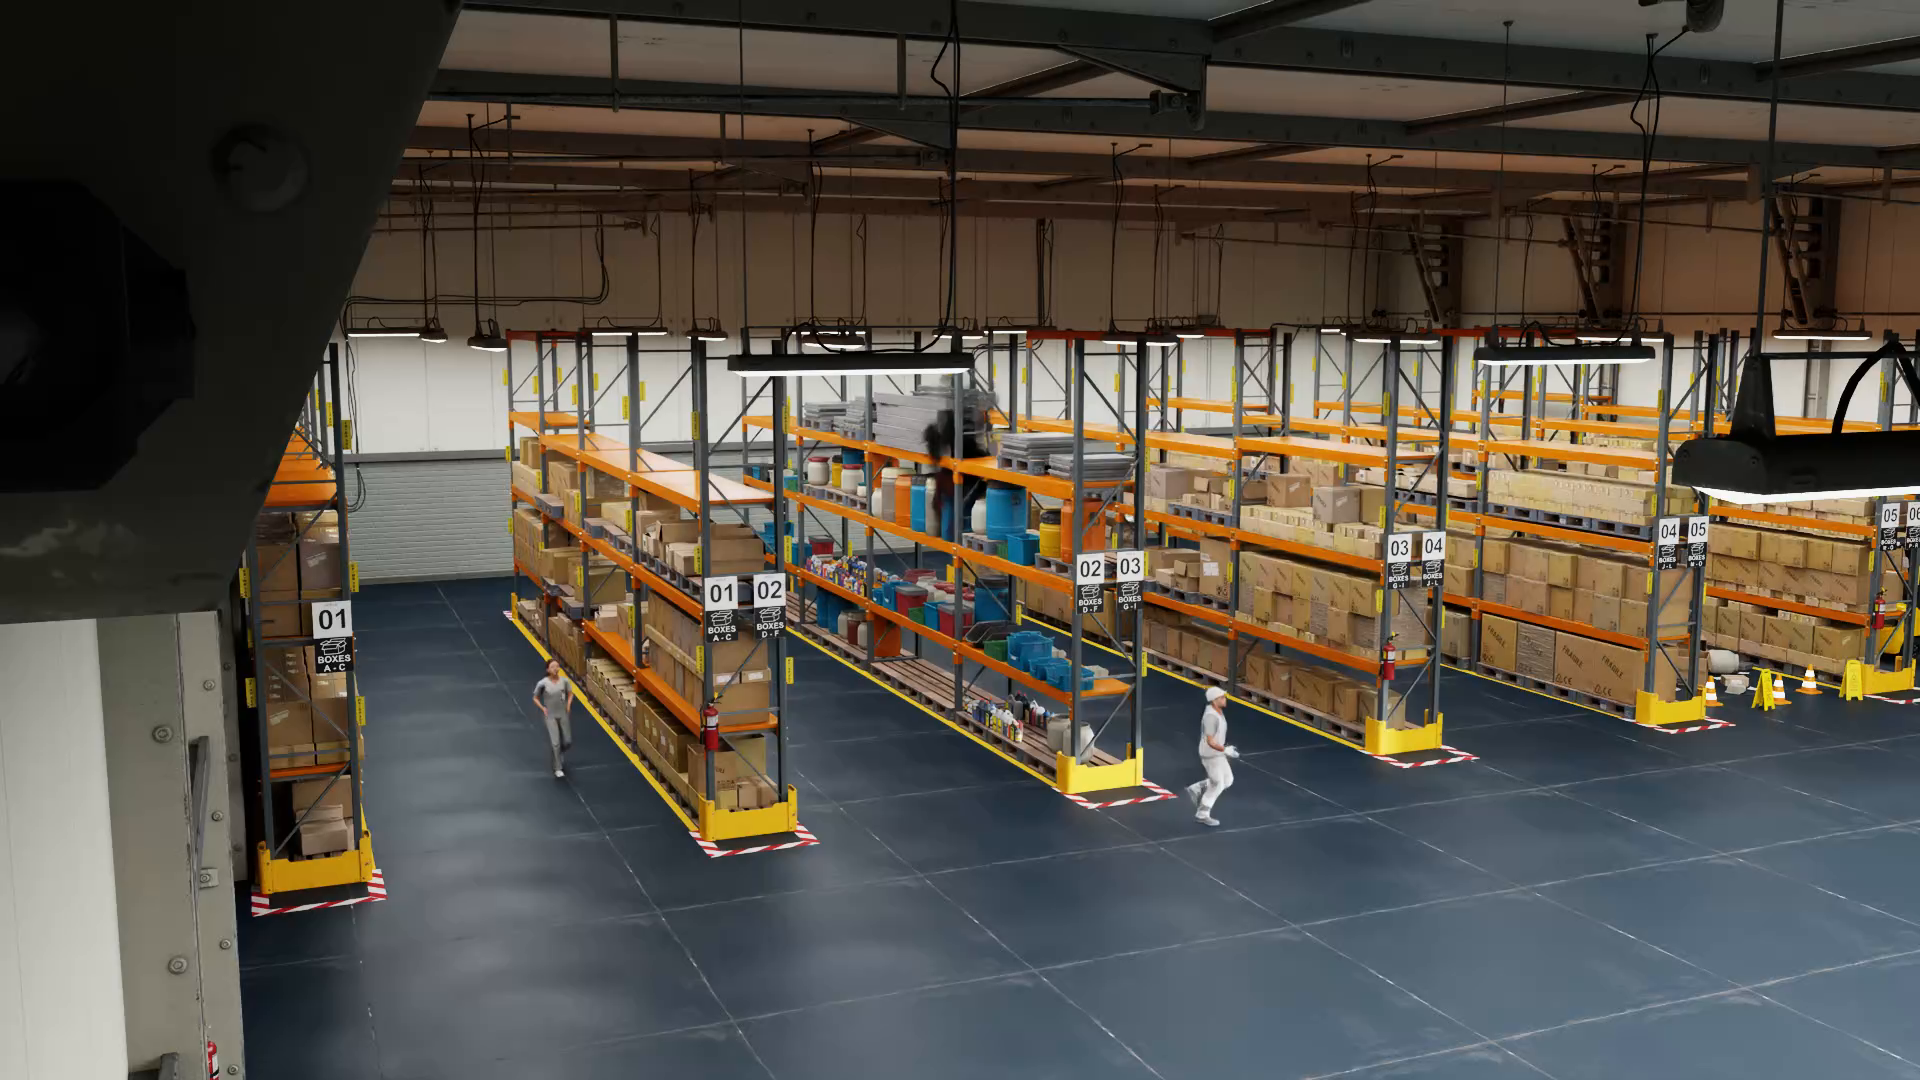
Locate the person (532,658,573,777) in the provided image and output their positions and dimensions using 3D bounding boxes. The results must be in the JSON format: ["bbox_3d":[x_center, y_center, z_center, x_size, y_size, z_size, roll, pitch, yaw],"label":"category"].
[{"bbox_3d":[-5.589,2.422,22.893,0.560,1.619,0.609,-4,9,-27],"label":"person"}]

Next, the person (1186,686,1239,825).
[{"bbox_3d":[3.151,2.670,20.707,0.663,1.743,0.694,2,8,14],"label":"person"}]

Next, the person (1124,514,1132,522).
[{"bbox_3d":[4.085,-0.102,41.391,0.555,1.646,0.639,-6,10,-38],"label":"person"}]
